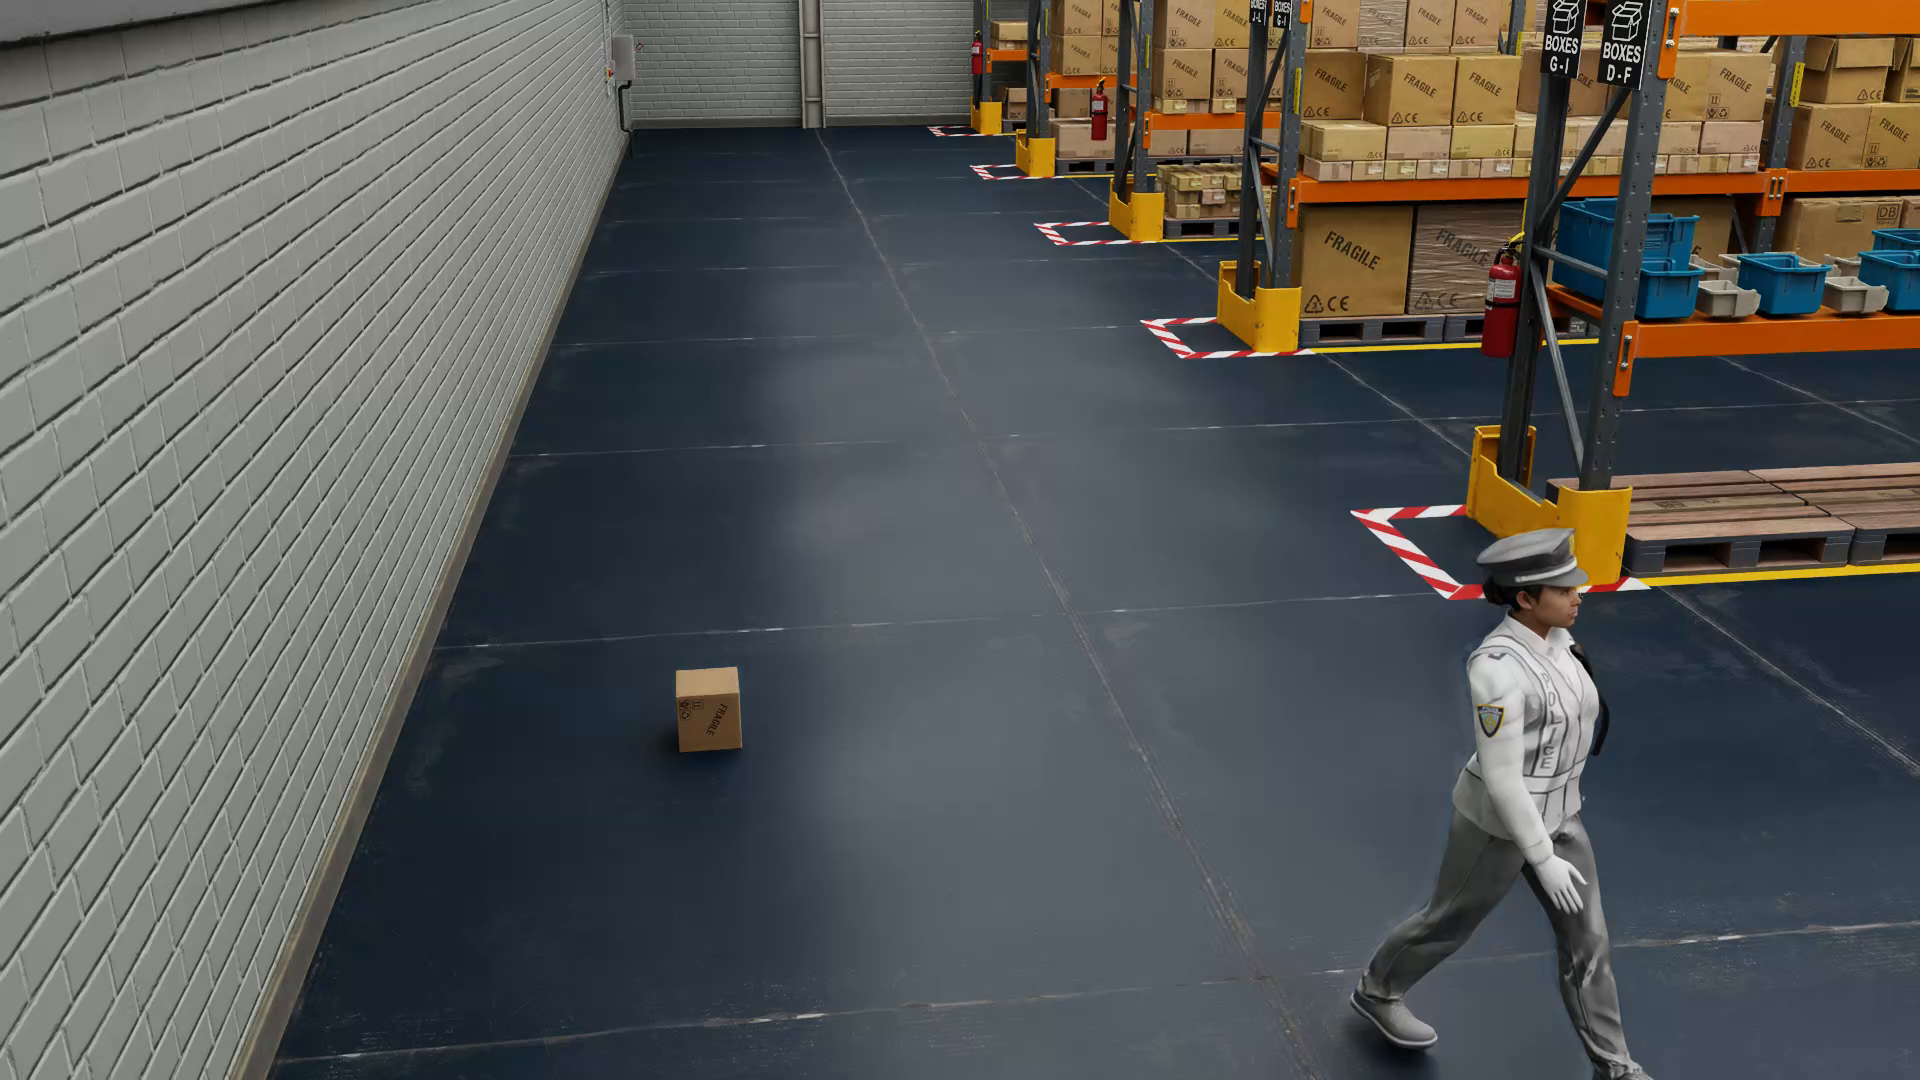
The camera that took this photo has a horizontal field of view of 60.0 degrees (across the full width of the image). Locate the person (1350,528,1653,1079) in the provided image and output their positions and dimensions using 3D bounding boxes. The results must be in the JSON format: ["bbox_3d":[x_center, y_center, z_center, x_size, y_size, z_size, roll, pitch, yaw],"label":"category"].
[{"bbox_3d":[1.554,0.755,4.446,0.968,1.630,0.498,18,27,41],"label":"person"}]
